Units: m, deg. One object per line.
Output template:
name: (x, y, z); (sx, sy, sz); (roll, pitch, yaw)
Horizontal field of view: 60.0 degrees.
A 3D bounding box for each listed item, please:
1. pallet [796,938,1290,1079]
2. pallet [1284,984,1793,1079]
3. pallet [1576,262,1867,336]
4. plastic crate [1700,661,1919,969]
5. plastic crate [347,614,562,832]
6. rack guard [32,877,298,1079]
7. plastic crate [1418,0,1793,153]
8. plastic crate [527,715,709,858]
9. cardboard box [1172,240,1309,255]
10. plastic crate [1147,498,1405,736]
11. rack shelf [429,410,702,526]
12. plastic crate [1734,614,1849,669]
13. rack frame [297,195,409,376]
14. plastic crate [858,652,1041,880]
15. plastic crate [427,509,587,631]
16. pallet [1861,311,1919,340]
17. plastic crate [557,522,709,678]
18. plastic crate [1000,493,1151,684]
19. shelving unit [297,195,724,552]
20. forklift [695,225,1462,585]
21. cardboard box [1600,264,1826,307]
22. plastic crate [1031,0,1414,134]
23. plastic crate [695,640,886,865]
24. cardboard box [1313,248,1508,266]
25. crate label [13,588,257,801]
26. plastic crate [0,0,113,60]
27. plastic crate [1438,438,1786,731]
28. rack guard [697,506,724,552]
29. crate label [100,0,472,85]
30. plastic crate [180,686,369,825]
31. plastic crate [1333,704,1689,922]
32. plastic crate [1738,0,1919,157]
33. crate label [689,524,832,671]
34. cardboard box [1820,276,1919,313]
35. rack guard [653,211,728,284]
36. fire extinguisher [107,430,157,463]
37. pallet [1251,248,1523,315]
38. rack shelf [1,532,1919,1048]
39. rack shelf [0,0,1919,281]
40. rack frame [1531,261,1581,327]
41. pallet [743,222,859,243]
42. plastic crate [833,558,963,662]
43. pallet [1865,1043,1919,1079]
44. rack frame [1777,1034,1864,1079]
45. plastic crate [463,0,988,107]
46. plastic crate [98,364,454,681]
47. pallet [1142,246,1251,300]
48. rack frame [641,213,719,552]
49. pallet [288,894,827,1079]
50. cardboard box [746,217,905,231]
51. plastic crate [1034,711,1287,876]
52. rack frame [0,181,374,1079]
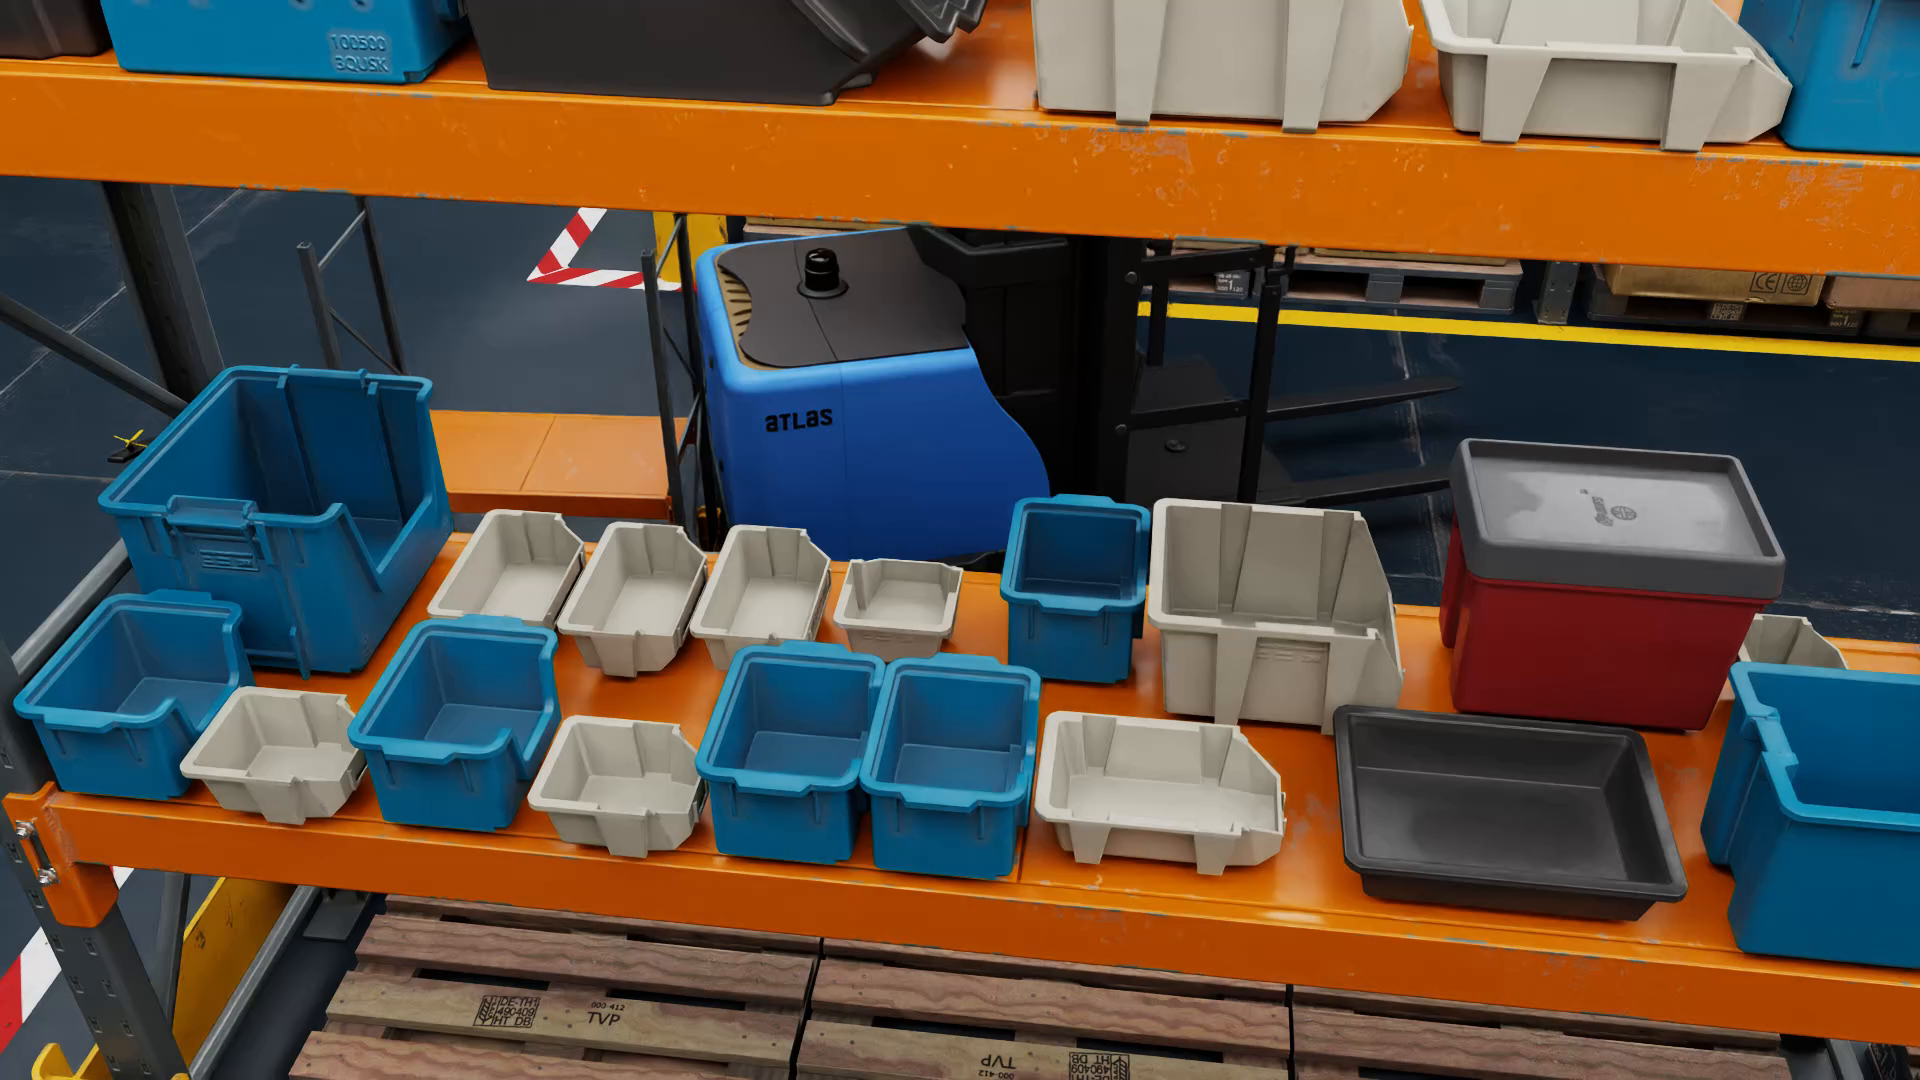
pallet: (0.200, 1.376, 4.140); (1.213, 0.211, 1.003); (4, 36, 6)
pallet: (1.414, 1.465, 4.015); (1.213, 0.211, 1.003); (4, 36, 6)
pallet: (3.554, -1.343, 7.950); (1.213, 0.211, 1.003); (4, 36, 6)
plastic crate: (1.641, 0.506, 2.921); (0.575, 0.384, 0.392); (4, 36, 6)
plastic crate: (-0.964, 0.367, 3.247); (0.300, 0.233, 0.416); (4, 36, 6)
rack guard: (-1.845, 1.089, 4.293); (0.348, 0.500, 1.175); (4, 36, 6)
plastic crate: (0.838, -0.626, 2.190); (0.466, 0.136, 0.293); (4, 36, 6)
plastic crate: (-0.636, 0.479, 3.172); (0.298, 0.136, 0.250); (4, 36, 6)
cardboard box: (1.242, -1.959, 7.881); (0.875, 0.875, 0.875); (4, 36, 6)
plastic crate: (0.657, 0.167, 3.484); (0.530, 0.282, 0.437); (4, 36, 6)
rack shelf: (-1.405, -0.226, 5.585); (1.000, 0.185, 0.538); (2, 36, 3)
plastic crate: (1.704, 0.328, 3.383); (0.243, 0.136, 0.396); (4, 36, 6)
rack frame: (-1.913, -0.389, 5.503); (0.032, 1.500, 0.500); (2, 36, 3)
plastic crate: (-0.013, 0.438, 3.147); (0.300, 0.233, 0.416); (4, 36, 6)
plastic crate: (-0.988, 0.105, 3.696); (0.243, 0.136, 0.396); (4, 36, 6)
pallet: (4.767, -1.254, 7.825); (1.213, 0.211, 1.003); (4, 36, 6)
plastic crate: (-0.702, 0.135, 3.654); (0.243, 0.136, 0.396); (4, 36, 6)
plastic crate: (0.250, 0.114, 3.600); (0.300, 0.233, 0.416); (4, 36, 6)
shelving unit: (-1.414, -0.373, 5.481); (1.083, 1.500, 0.587); (2, 36, 3)
forklift: (0.630, -1.280, 5.520); (3.031, 2.935, 1.130); (-8, 36, -11)
cardboard box: (3.416, -1.762, 7.604); (0.875, 0.875, 1.225); (4, 36, 6)
plastic crate: (0.339, -0.765, 2.259); (0.530, 0.282, 0.437); (4, 36, 6)
plastic crate: (-0.311, 0.415, 3.178); (0.300, 0.233, 0.416); (4, 36, 6)
cardboard box: (2.134, -1.893, 7.787); (0.875, 0.875, 0.875); (4, 36, 6)
crate label: (-1.617, 0.318, 3.315); (0.303, 0.233, 0.416); (4, 36, 6)
plastic crate: (-1.473, -0.912, 2.477); (0.590, 0.269, 0.497); (4, 36, 6)
plastic crate: (1.294, 0.101, 3.419); (0.583, 0.464, 0.402); (4, 36, 6)
rack guard: (-0.917, 0.152, 5.822); (0.087, 0.250, 0.587); (2, 36, 3)
crate label: (-0.946, -0.840, 2.390); (0.502, 0.251, 0.408); (4, 36, 6)
plastic crate: (-1.309, 0.429, 3.243); (0.298, 0.136, 0.250); (4, 36, 6)
plastic crate: (1.003, 0.522, 3.122); (0.590, 0.125, 0.437); (4, 36, 6)
plastic crate: (1.204, -0.674, 2.174); (0.300, 0.233, 0.416); (4, 36, 6)
crate label: (-0.423, 0.142, 3.645); (0.243, 0.136, 0.396); (4, 36, 6)
cardboard box: (4.302, -1.696, 7.512); (0.875, 0.875, 1.225); (3, 36, 4)
rack guard: (-1.212, -1.772, 8.302); (0.348, 0.500, 1.175); (4, 36, 6)
fire extinguisher: (-1.911, -0.023, 4.088); (0.183, 0.674, 0.296); (4, 36, 6)
pallet: (2.034, -1.458, 8.111); (1.213, 0.211, 1.003); (4, 36, 6)
rack shelf: (0.164, 0.507, 3.577); (4.000, 0.370, 1.077); (4, 36, 6)
rack shelf: (0.164, -0.714, 2.705); (4.000, 0.370, 1.077); (4, 36, 6)
rack frame: (2.779, -2.492, 7.159); (0.127, 3.000, 1.000); (4, 36, 6)
pallet: (-0.386, -1.638, 8.364); (1.213, 0.211, 1.003); (4, 36, 6)
plastic crate: (-0.127, 0.153, 3.629); (0.250, 0.136, 0.298); (4, 36, 6)
pallet: (2.908, 1.578, 3.857); (1.213, 0.211, 1.003); (4, 36, 6)
rack frame: (2.148, 0.362, 3.160); (0.127, 3.000, 1.000); (4, 36, 6)
plastic crate: (-0.339, -0.858, 2.341); (0.767, 0.338, 0.504); (4, 36, 6)
plastic crate: (-1.464, -0.055, 3.663); (0.499, 0.435, 0.616); (4, 36, 6)
pallet: (0.821, -1.547, 8.236); (1.213, 0.211, 1.003); (4, 36, 6)
rack frame: (-0.897, -0.356, 5.458); (0.032, 1.500, 0.500); (2, 36, 3)
pallet: (-1.006, 1.285, 4.268); (1.213, 0.211, 1.003); (4, 36, 6)
cardboard box: (-0.544, -2.092, 8.067); (0.875, 0.875, 0.875); (4, 36, 6)
plastic crate: (0.382, 0.490, 3.157); (0.466, 0.136, 0.293); (4, 36, 6)
rack frame: (-1.820, 0.066, 3.575); (0.127, 3.000, 1.000); (4, 36, 6)
